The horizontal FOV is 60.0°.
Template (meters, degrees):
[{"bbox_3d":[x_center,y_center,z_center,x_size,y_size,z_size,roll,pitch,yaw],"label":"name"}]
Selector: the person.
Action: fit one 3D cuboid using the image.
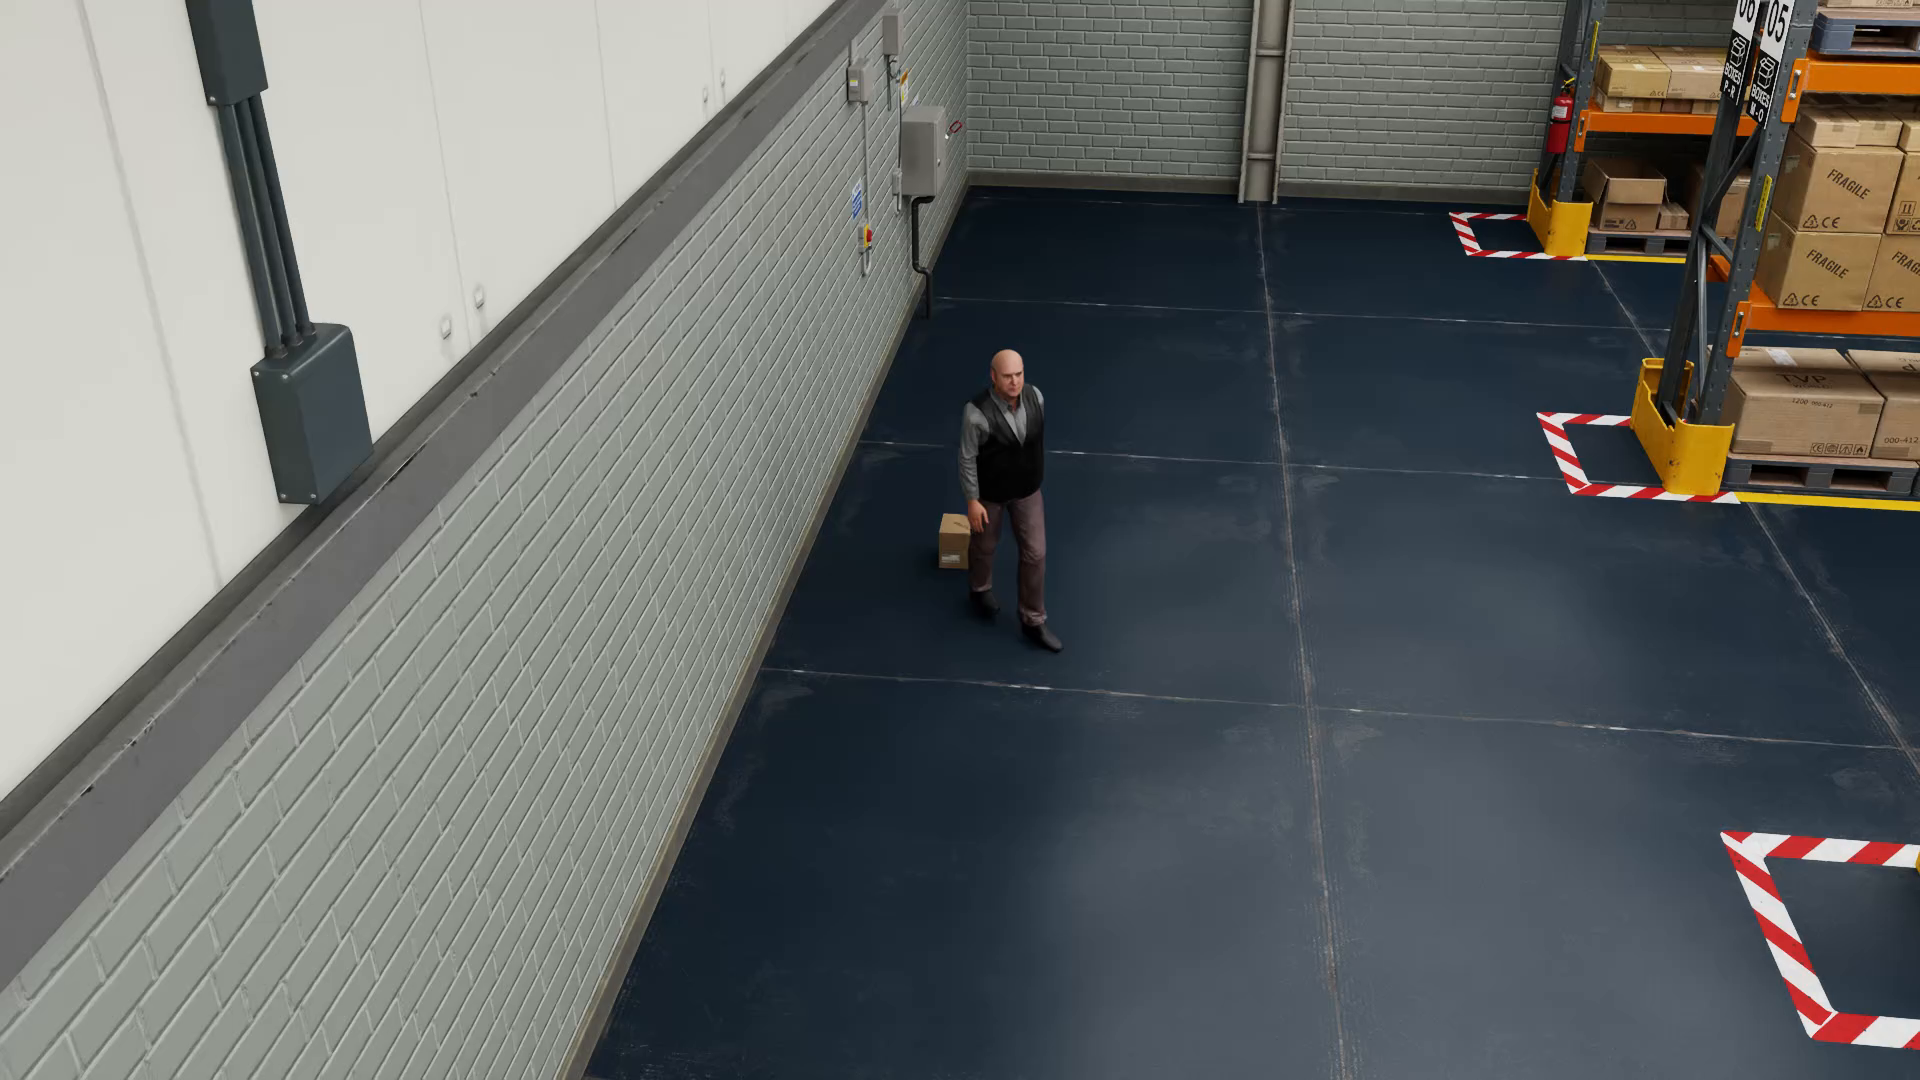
[{"bbox_3d":[0.234,-0.252,9.137,0.563,1.730,0.760,-11,30,-20],"label":"person"}]
